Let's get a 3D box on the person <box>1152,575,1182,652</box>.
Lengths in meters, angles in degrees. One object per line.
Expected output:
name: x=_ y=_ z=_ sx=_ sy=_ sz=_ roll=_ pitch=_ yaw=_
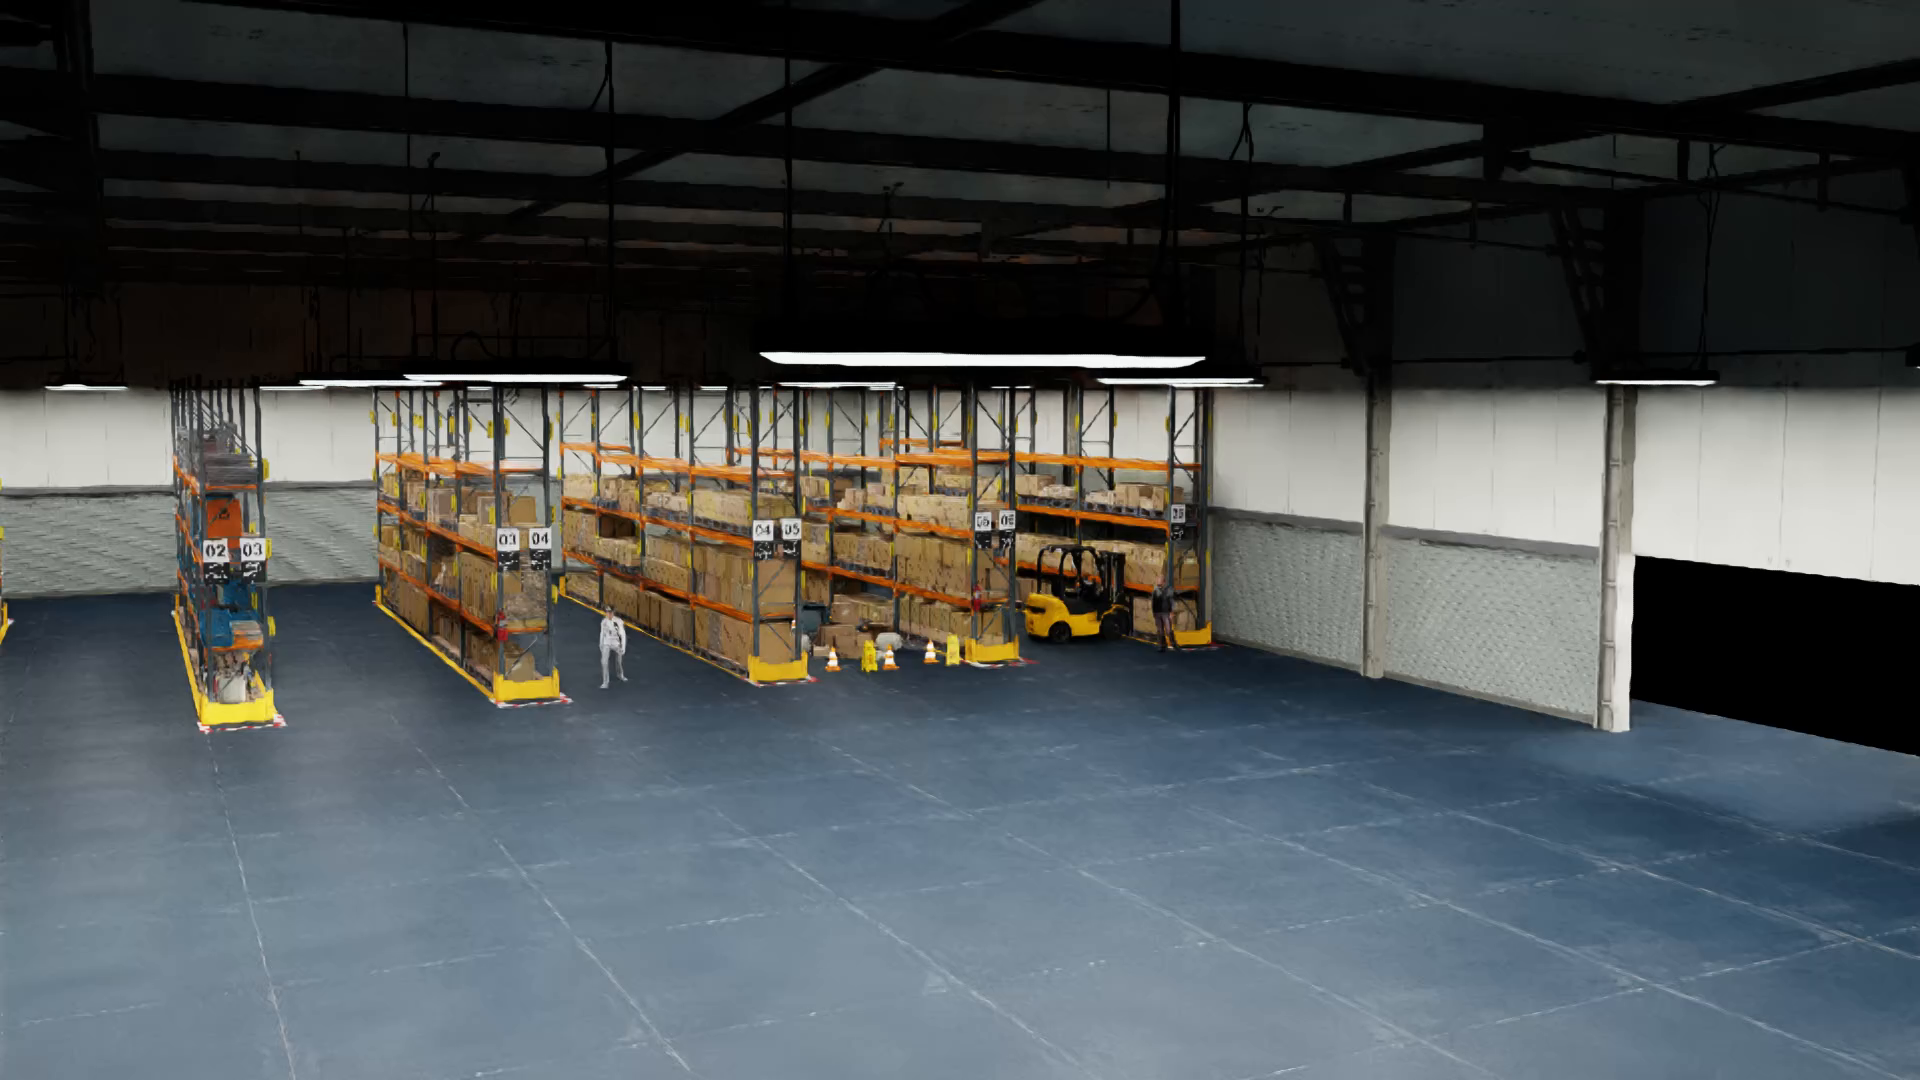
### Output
person: x=4.515 y=1.613 z=36.498 sx=0.690 sy=1.712 sz=0.471 roll=4 pitch=6 yaw=34

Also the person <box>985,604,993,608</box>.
person: x=0.654 y=1.408 z=39.457 sx=0.449 sy=1.599 sz=0.467 roll=0 pitch=5 yaw=5

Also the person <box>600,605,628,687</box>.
person: x=-6.770 y=2.035 z=32.427 sx=0.521 sy=1.604 sz=0.938 roll=-1 pitch=5 yaw=-6
